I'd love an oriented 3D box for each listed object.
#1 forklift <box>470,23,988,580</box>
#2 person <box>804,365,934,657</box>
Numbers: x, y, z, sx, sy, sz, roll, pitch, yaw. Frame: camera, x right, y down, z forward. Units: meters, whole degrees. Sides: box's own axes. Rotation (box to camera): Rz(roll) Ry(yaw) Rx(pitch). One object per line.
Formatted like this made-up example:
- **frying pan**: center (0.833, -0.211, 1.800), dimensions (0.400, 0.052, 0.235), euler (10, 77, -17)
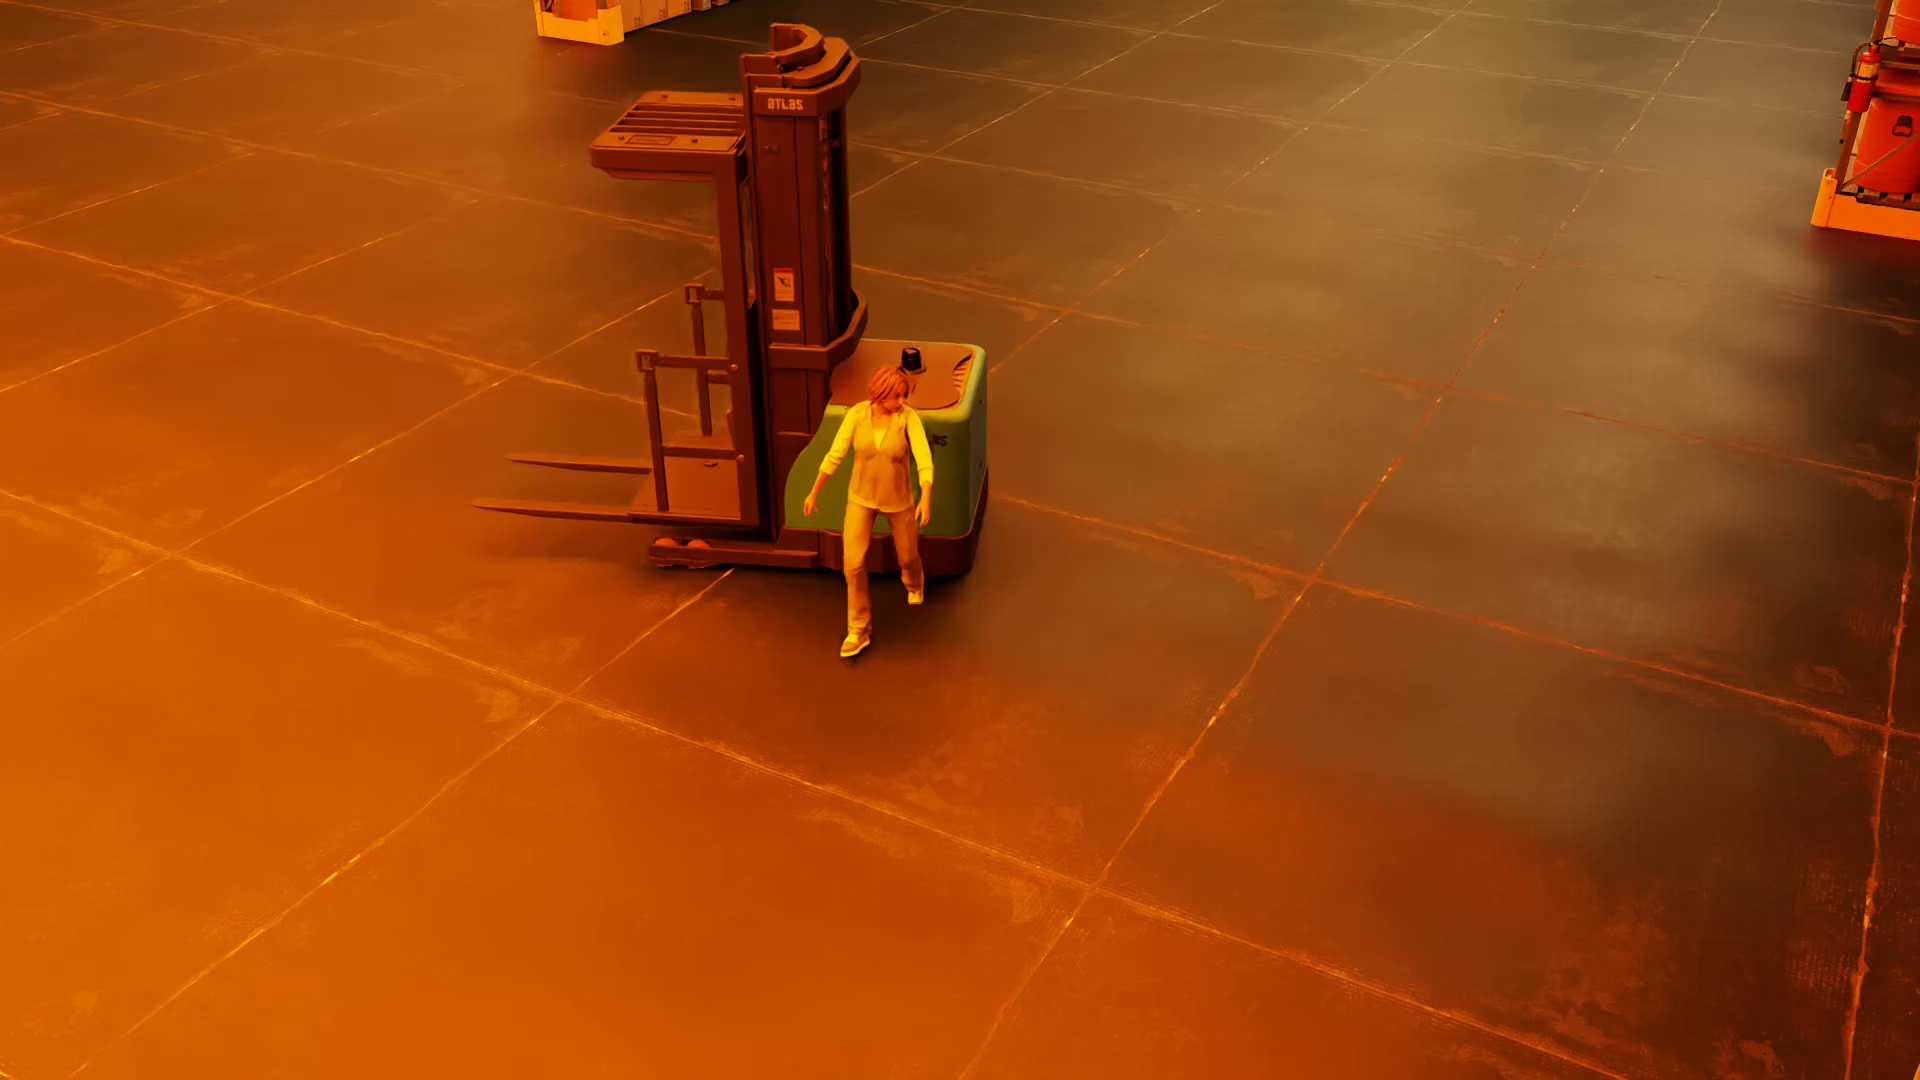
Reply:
- **forklift**: center (-1.383, -1.357, 9.421), dimensions (3.031, 2.935, 1.130), euler (4, 30, 6)
- **person**: center (-0.479, -0.148, 8.821), dimensions (0.698, 1.599, 0.800), euler (1, 30, 1)
